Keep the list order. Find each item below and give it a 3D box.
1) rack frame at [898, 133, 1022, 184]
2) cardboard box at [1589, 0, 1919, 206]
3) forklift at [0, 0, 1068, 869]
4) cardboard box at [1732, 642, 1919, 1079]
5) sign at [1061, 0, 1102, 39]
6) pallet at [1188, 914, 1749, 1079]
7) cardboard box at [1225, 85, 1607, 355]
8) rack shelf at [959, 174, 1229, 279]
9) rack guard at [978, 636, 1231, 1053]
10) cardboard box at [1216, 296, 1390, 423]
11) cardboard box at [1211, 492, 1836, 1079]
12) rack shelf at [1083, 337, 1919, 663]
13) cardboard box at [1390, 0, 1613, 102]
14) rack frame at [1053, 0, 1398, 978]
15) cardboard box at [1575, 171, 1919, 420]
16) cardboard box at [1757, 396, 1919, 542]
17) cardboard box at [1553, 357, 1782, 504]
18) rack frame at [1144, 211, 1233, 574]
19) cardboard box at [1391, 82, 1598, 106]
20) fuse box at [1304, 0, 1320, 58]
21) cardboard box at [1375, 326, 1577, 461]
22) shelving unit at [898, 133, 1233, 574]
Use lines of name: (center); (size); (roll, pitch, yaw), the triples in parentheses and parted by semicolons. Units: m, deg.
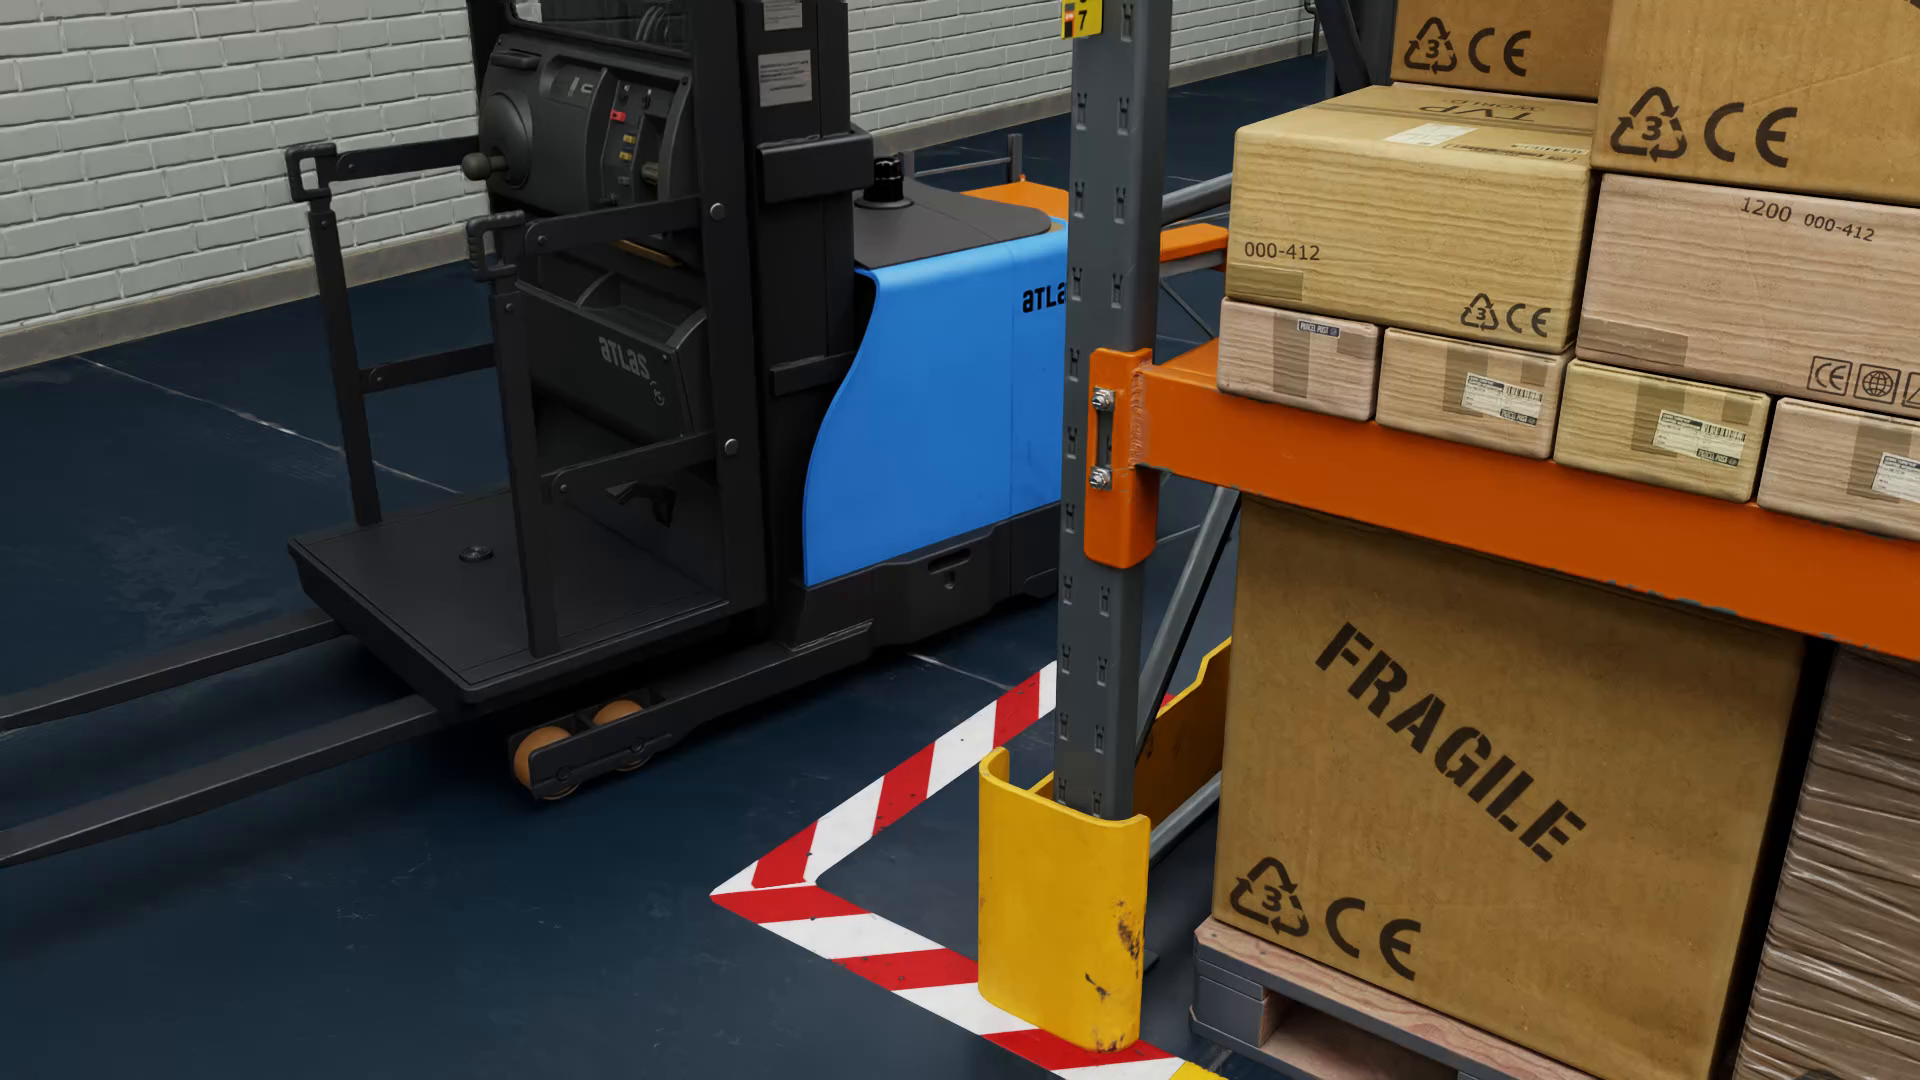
rack frame: (0.005, -0.768, 5.599); (0.500, 1.125, 0.032); (-19, 30, -36)
cardboard box: (1.138, -0.720, 2.050); (0.500, 0.500, 0.500); (16, 28, 32)
forklift: (-1.062, -0.975, 3.828); (3.031, 2.935, 1.130); (-19, 30, -37)
cardboard box: (1.804, 0.496, 2.518); (0.875, 0.875, 0.875); (17, 29, 33)
sign: (0.178, -0.888, 2.373); (0.005, 0.325, 0.100); (17, 29, 33)
pallet: (1.203, 0.811, 3.147); (1.213, 0.211, 1.003); (17, 29, 33)
cardboard box: (0.738, -0.497, 2.476); (0.500, 0.250, 0.500); (16, 28, 32)
rack shelf: (0.331, -0.879, 5.124); (0.538, 0.278, 1.000); (-19, 30, -36)
rack guard: (0.497, 0.505, 3.484); (0.348, 0.500, 1.175); (17, 29, 33)
cardboard box: (0.602, -0.326, 2.581); (0.250, 0.149, 0.380); (17, 29, 34)
cardboard box: (1.076, 0.276, 3.018); (0.875, 0.875, 0.875); (17, 29, 33)
rack shelf: (2.116, 0.180, 2.014); (4.000, 0.370, 1.077); (17, 29, 33)
cardboard box: (1.063, -1.011, 2.711); (0.500, 0.500, 0.500); (17, 29, 34)
rack frame: (0.516, -0.633, 2.967); (0.127, 3.000, 1.000); (17, 29, 33)
cardboard box: (1.158, -0.374, 2.195); (0.500, 0.250, 0.500); (16, 29, 33)
cardboard box: (1.223, -0.140, 2.159); (0.250, 0.149, 0.380); (16, 29, 33)
cardboard box: (1.013, -0.202, 2.301); (0.250, 0.149, 0.380); (16, 28, 32)
rack frame: (0.657, -0.454, 4.885); (0.500, 1.125, 0.032); (-19, 30, -36)
cardboard box: (1.063, -0.669, 2.865); (0.500, 0.250, 0.500); (16, 29, 32)
fuse box: (3.310, -5.239, 15.019); (0.414, 1.711, 0.539); (17, 29, 33)
cardboard box: (0.808, -0.264, 2.441); (0.250, 0.149, 0.380); (16, 29, 33)
shelving unit: (0.331, -0.611, 5.242); (0.538, 1.125, 1.048); (-19, 30, -36)
